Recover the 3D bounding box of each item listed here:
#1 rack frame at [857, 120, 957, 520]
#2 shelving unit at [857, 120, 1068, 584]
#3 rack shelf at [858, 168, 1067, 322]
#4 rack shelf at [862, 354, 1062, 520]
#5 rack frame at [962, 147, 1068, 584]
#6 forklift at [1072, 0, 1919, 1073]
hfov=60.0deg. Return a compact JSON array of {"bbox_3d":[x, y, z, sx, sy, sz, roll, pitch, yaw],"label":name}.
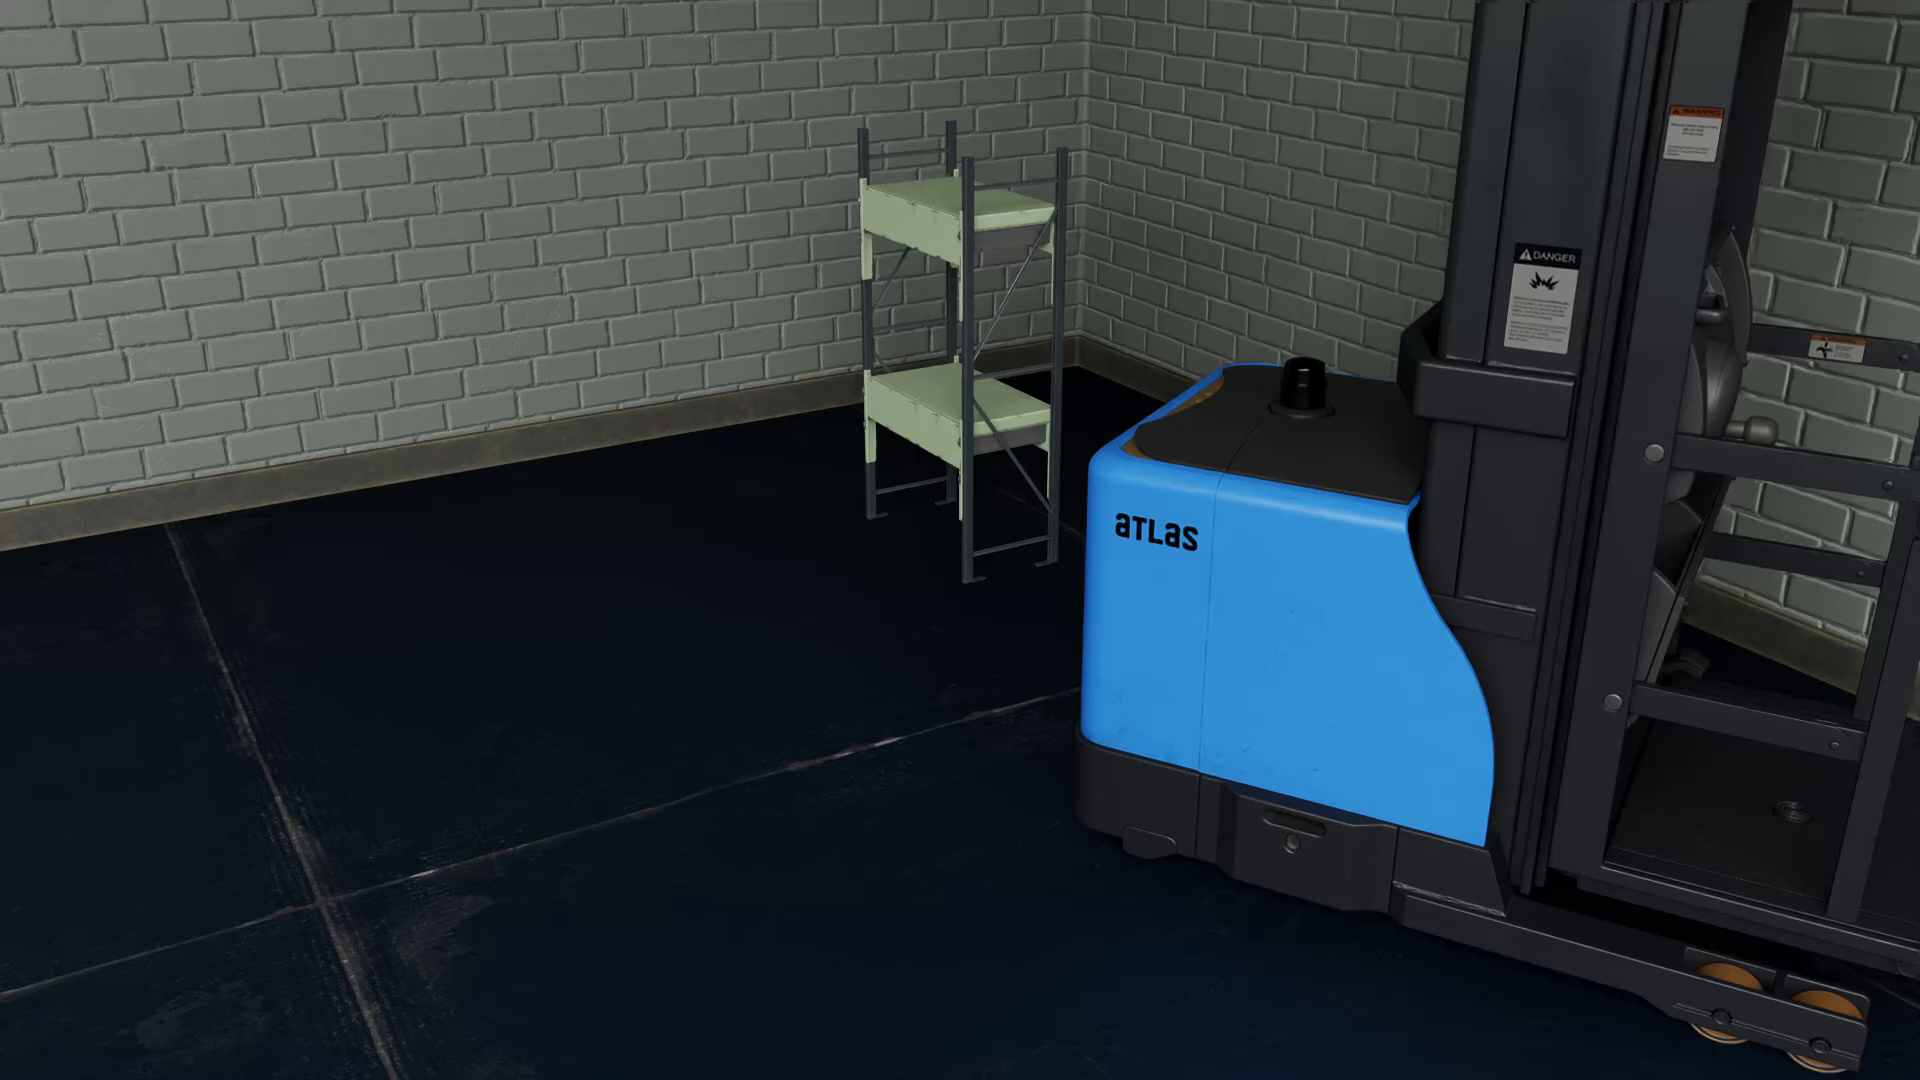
[{"bbox_3d":[-0.190,-0.815,6.326,0.400,1.500,0.023,-13,25,-28],"label":"rack frame"},{"bbox_3d":[-0.003,-0.697,6.034,0.431,1.500,0.755,-13,25,-28],"label":"shelving unit"},{"bbox_3d":[-0.003,-1.058,5.887,0.431,0.370,0.720,-13,25,-28],"label":"rack shelf"},{"bbox_3d":[-0.003,-0.395,6.157,0.431,0.370,0.720,-13,25,-28],"label":"rack shelf"},{"bbox_3d":[0.184,-0.578,5.743,0.400,1.500,0.023,-13,25,-28],"label":"rack frame"},{"bbox_3d":[1.833,-0.457,3.543,3.031,2.935,1.130,12,25,27],"label":"forklift"}]
